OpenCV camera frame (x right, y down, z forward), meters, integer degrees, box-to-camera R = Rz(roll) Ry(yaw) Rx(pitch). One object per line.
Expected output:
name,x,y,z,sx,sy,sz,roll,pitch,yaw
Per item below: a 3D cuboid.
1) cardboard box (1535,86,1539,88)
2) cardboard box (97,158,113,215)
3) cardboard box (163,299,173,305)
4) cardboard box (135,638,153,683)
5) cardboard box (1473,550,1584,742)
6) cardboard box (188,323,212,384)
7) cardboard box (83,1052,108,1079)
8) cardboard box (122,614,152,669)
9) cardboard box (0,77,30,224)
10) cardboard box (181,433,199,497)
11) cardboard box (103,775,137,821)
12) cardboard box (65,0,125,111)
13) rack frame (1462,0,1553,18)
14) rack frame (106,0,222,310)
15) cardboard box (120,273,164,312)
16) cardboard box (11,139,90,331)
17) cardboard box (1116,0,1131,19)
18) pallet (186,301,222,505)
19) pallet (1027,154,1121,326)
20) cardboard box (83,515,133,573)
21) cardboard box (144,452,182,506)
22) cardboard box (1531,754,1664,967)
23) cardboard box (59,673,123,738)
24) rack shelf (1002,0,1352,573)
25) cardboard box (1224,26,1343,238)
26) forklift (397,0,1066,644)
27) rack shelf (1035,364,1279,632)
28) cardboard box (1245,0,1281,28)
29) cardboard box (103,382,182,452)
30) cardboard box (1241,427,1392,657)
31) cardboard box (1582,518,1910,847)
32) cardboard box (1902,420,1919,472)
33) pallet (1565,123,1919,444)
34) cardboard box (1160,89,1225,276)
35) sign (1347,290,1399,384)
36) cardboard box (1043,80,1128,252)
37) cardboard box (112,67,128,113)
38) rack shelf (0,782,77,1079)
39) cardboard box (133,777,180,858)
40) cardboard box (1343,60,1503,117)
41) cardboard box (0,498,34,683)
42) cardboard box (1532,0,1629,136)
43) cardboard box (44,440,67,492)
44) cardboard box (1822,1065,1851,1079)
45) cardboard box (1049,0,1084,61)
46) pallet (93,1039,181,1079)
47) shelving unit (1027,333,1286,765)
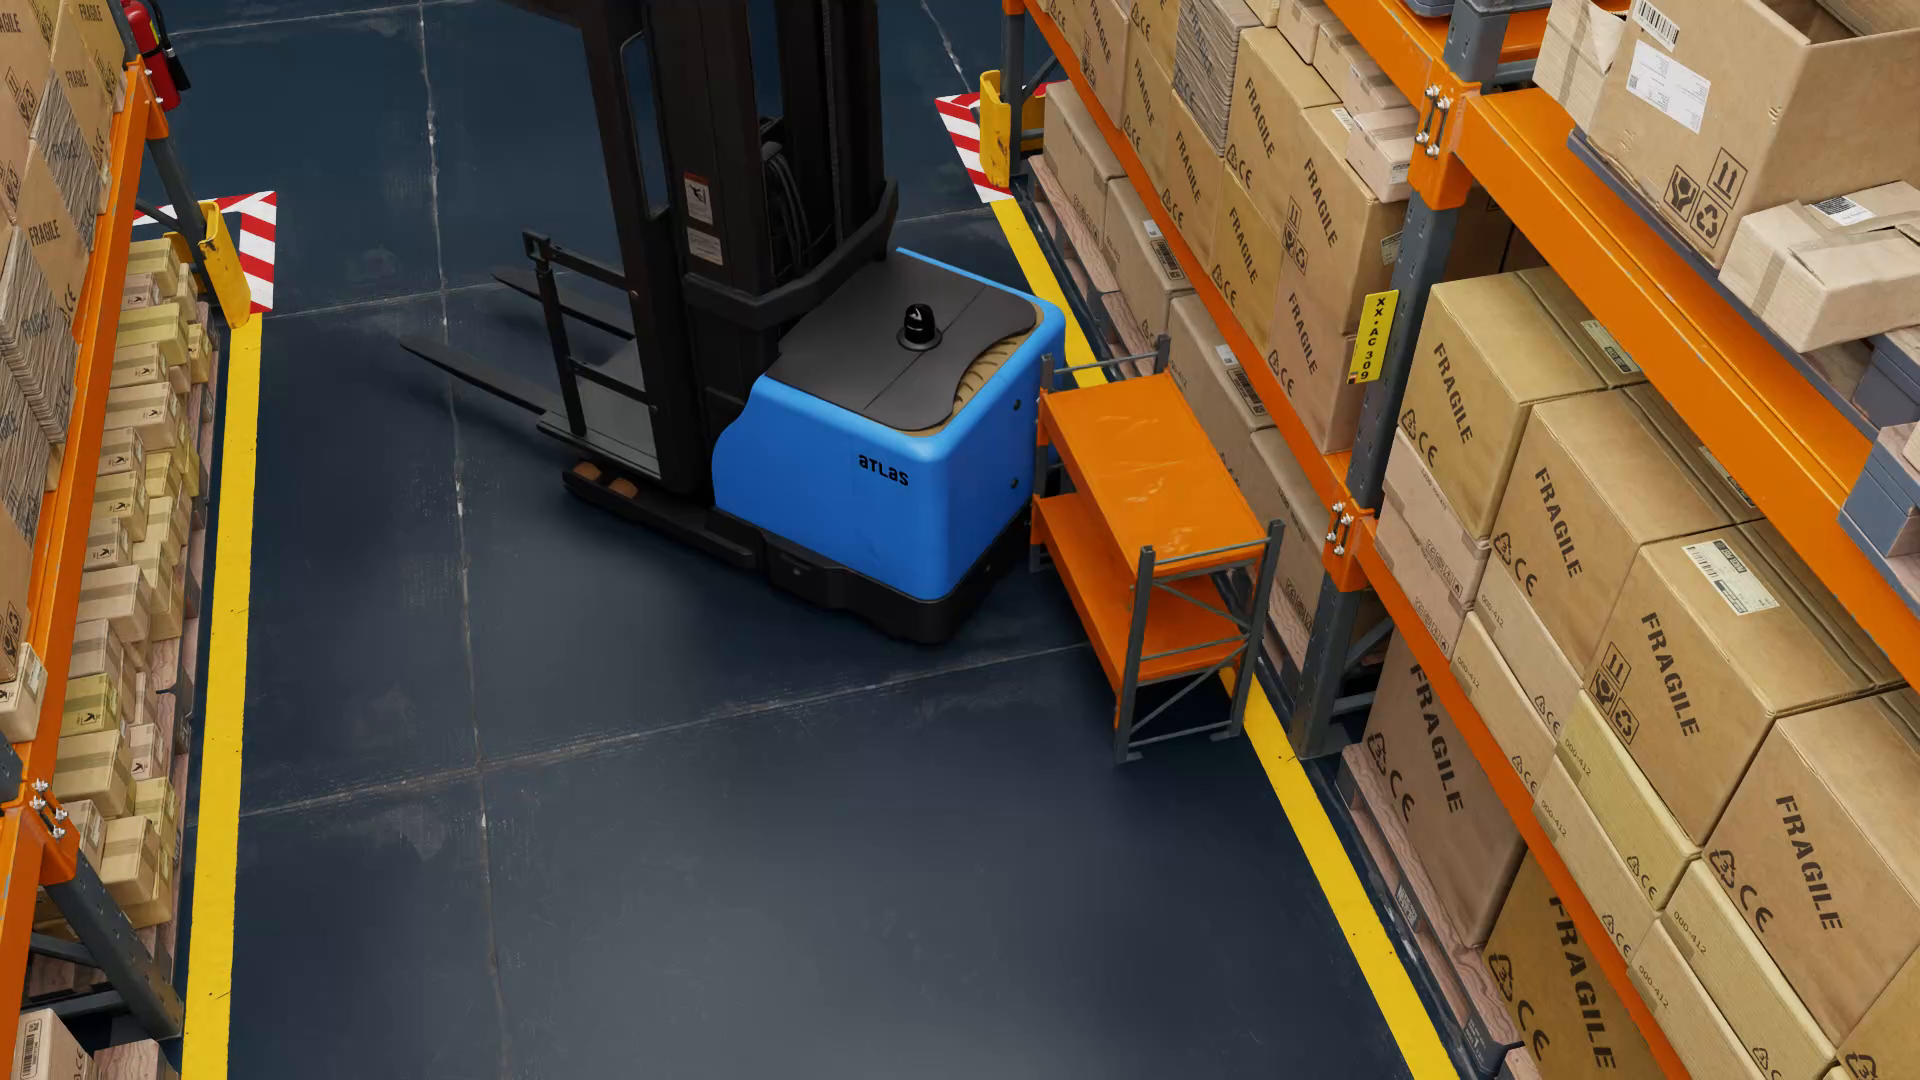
cardboard box,1.900,-1.233,4.885,0.380,0.149,0.250,-11,47,-11
cardboard box,-3.503,-1.360,6.409,0.380,0.149,0.250,-10,46,-9
cardboard box,-3.628,-0.893,7.270,0.380,0.149,0.250,-12,47,-11
cardboard box,-3.210,0.469,6.143,0.380,0.149,0.250,-13,47,-12
cardboard box,1.730,0.232,4.428,0.500,0.250,0.500,-10,46,-10
cardboard box,-3.553,-0.807,7.394,0.380,0.149,0.250,-9,46,-9
cardboard box,-2.596,1.812,4.581,0.500,0.500,0.500,-12,47,-11
cardboard box,-3.176,0.356,6.045,0.380,0.149,0.250,-9,46,-8
cardboard box,-3.286,-1.289,5.186,0.500,0.500,0.500,-12,47,-12
cardboard box,-3.367,-0.276,6.873,0.380,0.149,0.250,-13,47,-12
cardboard box,-2.965,0.899,5.513,0.380,0.149,0.250,-10,46,-10
cardboard box,-3.690,-2.018,6.600,0.500,0.500,0.500,-10,46,-9
rack frame,1.730,-2.455,3.106,1.000,3.000,0.127,-11,47,-10
rack frame,-4.054,-2.142,7.000,1.000,3.000,0.127,-11,47,-10
cardboard box,-3.664,-0.997,7.163,0.380,0.149,0.250,-10,46,-10
cardboard box,-3.306,-0.967,5.570,0.500,0.500,0.500,-9,46,-8
cardboard box,0.832,-2.409,6.492,0.500,0.500,0.500,-11,47,-11
pallet,-3.860,-0.547,7.389,1.003,0.211,1.213,-11,47,-10
pallet,0.986,-1.603,8.424,1.003,0.211,1.213,-11,47,-10
cardboard box,-3.268,0.080,6.108,0.380,0.149,0.250,-12,47,-12
cardboard box,-3.315,-0.189,6.580,0.380,0.149,0.250,-9,46,-8
cardboard box,1.837,0.763,4.258,0.500,0.250,0.500,-11,47,-11
cardboard box,-3.043,0.620,5.579,0.380,0.149,0.250,-11,47,-11
rack shelf,1.218,-1.485,6.859,1.077,0.370,4.000,-11,47,-10
cardboard box,1.220,-1.368,5.471,0.500,0.500,0.500,-11,47,-11
forklift,-1.103,-1.423,6.343,3.031,2.935,1.130,24,50,21
rack shelf,0.680,-0.174,5.967,0.538,0.278,1.000,-11,47,-12
cardboard box,1.145,-1.836,5.475,0.380,0.149,0.250,-11,47,-11
cardboard box,-3.347,-0.475,6.652,0.380,0.149,0.250,-9,46,-9
cardboard box,1.673,-0.059,6.458,0.875,0.438,0.875,-11,47,-11
cardboard box,1.847,0.309,3.828,0.500,0.500,0.500,-12,47,-11
cardboard box,1.859,-0.180,2.777,0.396,0.266,0.258,-7,46,-7
pallet,2.012,-0.715,3.635,0.805,0.209,1.217,-12,47,-12
cardboard box,1.084,-1.363,6.166,0.500,0.500,0.500,-11,47,-11
sign,1.194,-0.584,4.811,0.100,0.325,0.005,-11,47,-10
cardboard box,0.971,-1.930,8.292,0.875,0.438,0.875,-12,47,-12
cardboard box,-3.697,-1.881,6.920,0.380,0.149,0.250,-11,47,-10
rack shelf,-2.517,2.252,3.197,1.077,0.370,4.000,-11,47,-10
cardboard box,-2.880,0.976,5.646,0.380,0.149,0.250,-9,46,-9
cardboard box,1.381,-1.324,4.974,0.380,0.149,0.250,-10,46,-9
cardboard box,-2.913,0.092,4.532,0.500,0.500,0.500,-11,47,-11
cardboard box,1.519,-1.096,3.674,0.396,0.266,0.258,-11,47,-11
cardboard box,-3.108,-0.262,5.333,0.380,0.149,0.250,-10,46,-10
cardboard box,2.098,1.293,3.389,0.500,0.250,0.500,-12,47,-11
cardboard box,0.707,-2.424,7.206,0.500,0.500,0.500,-11,47,-11
pallet,-2.829,2.133,4.763,1.003,0.211,1.213,-11,47,-10
shelving unit,0.675,0.032,6.175,0.538,1.125,1.048,-11,47,-12
